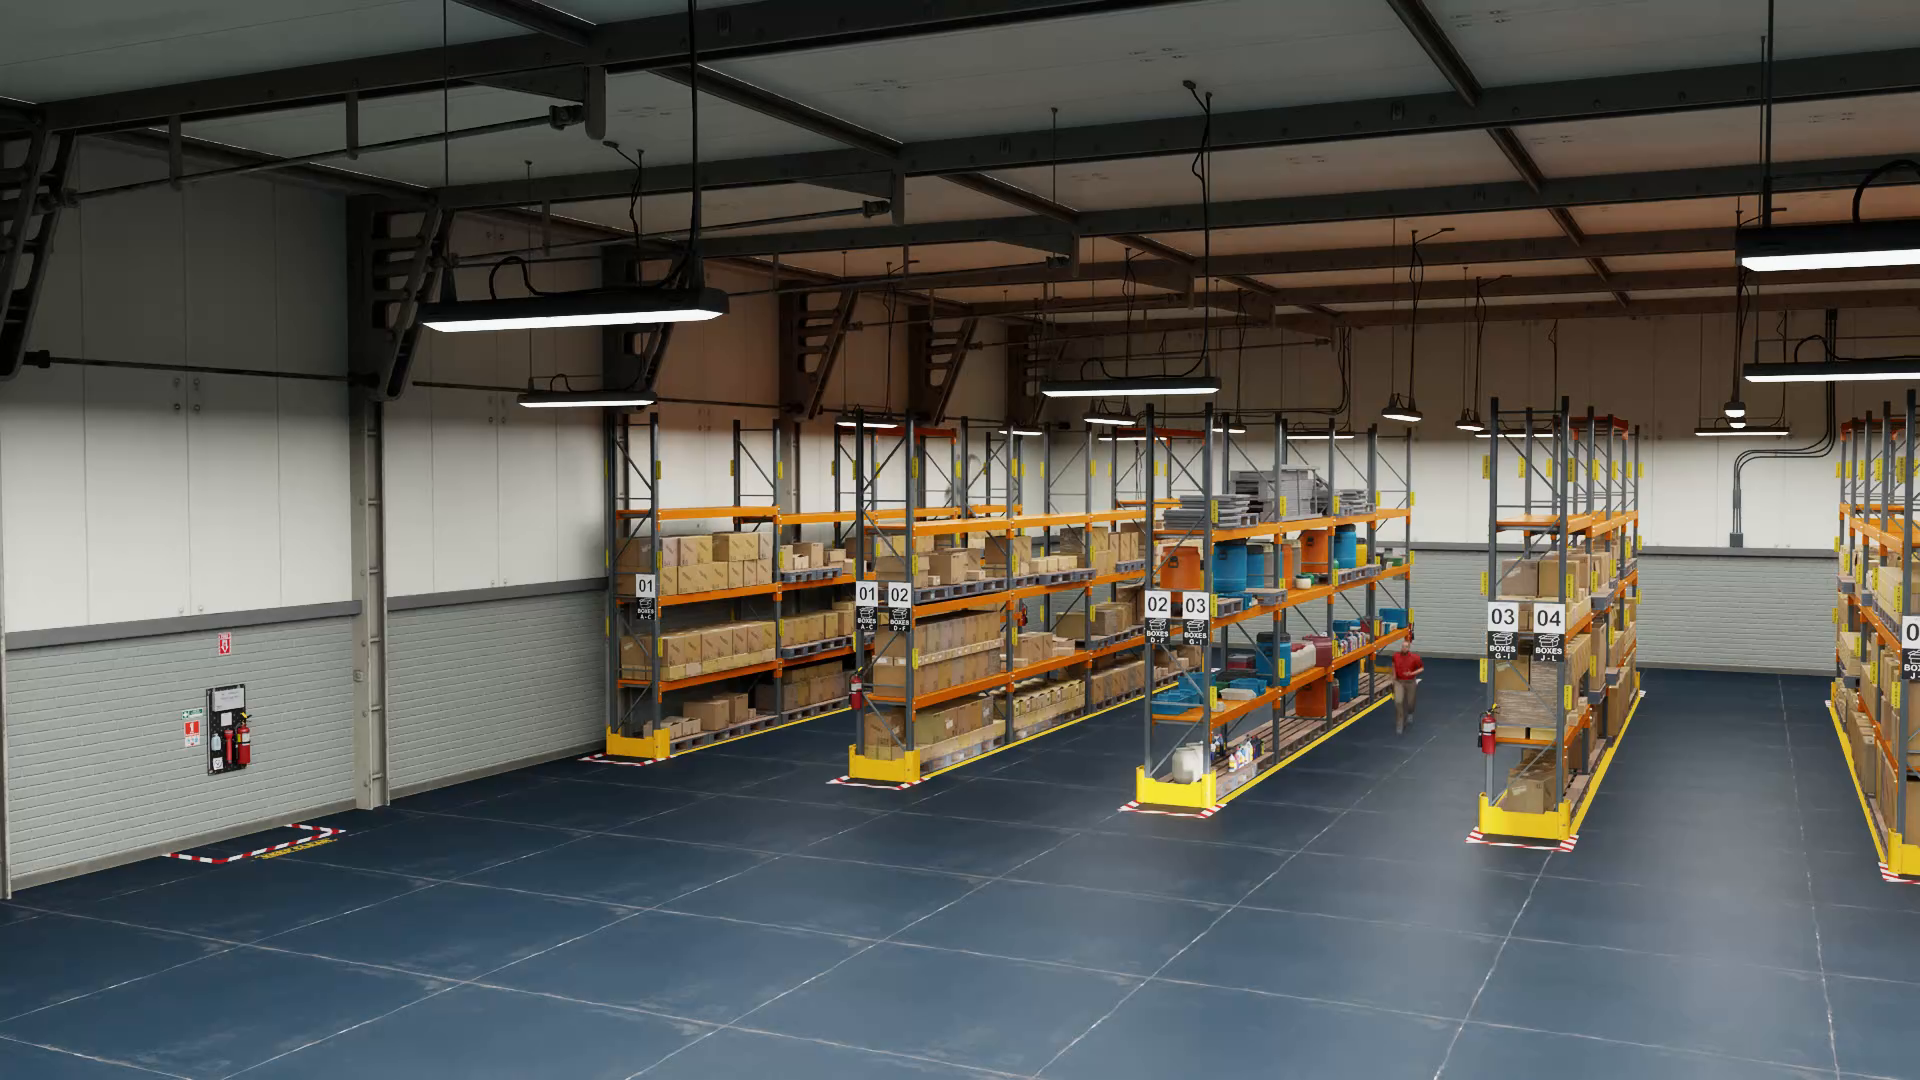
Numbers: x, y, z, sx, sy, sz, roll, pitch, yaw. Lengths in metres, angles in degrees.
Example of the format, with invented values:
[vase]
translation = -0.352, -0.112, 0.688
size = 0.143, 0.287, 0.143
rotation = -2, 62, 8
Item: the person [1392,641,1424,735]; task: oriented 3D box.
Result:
[person]
translation = 8.590, 2.824, 31.932
size = 0.614, 1.787, 1.075
rotation = 1, 3, 18
